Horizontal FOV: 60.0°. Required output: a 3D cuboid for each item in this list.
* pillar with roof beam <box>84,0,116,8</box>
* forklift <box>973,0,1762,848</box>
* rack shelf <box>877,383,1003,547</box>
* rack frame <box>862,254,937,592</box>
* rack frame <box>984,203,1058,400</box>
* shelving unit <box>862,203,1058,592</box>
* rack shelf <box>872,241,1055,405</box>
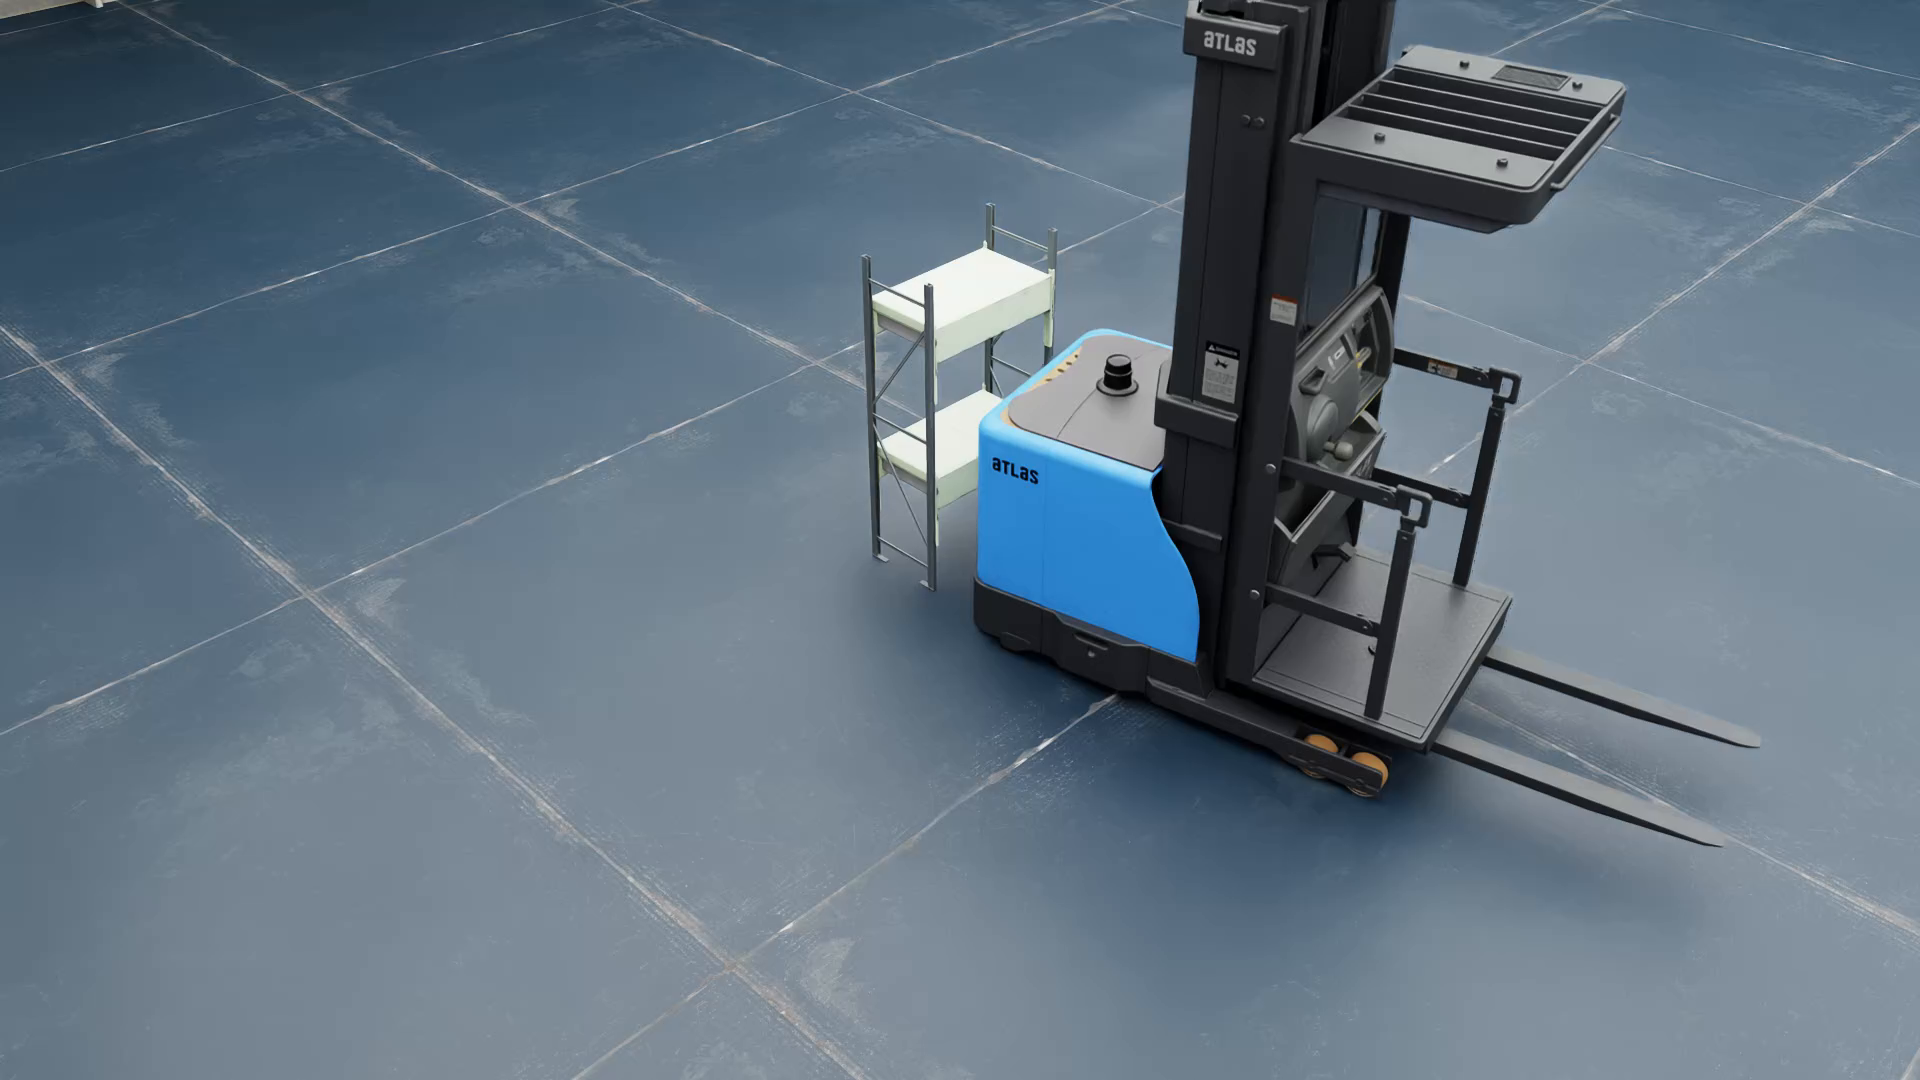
[{"bbox_3d":[-4.350,-6.682,9.465,9.100,9.000,0.400,30,45,35],"label":"pillar with roof beam"},{"bbox_3d":[1.576,-0.572,6.008,3.031,2.935,1.130,20,40,26],"label":"forklift"},{"bbox_3d":[0.005,-0.350,7.511,0.431,0.370,0.720,30,45,35],"label":"rack shelf"},{"bbox_3d":[-0.253,-0.469,7.112,0.400,1.500,0.023,30,45,35],"label":"rack frame"},{"bbox_3d":[0.263,-0.766,7.538,0.400,1.500,0.023,30,45,35],"label":"rack frame"},{"bbox_3d":[0.005,-0.618,7.325,0.431,1.500,0.755,30,45,35],"label":"shelving unit"},{"bbox_3d":[0.005,-0.938,7.102,0.431,0.370,0.720,30,45,35],"label":"rack shelf"}]
